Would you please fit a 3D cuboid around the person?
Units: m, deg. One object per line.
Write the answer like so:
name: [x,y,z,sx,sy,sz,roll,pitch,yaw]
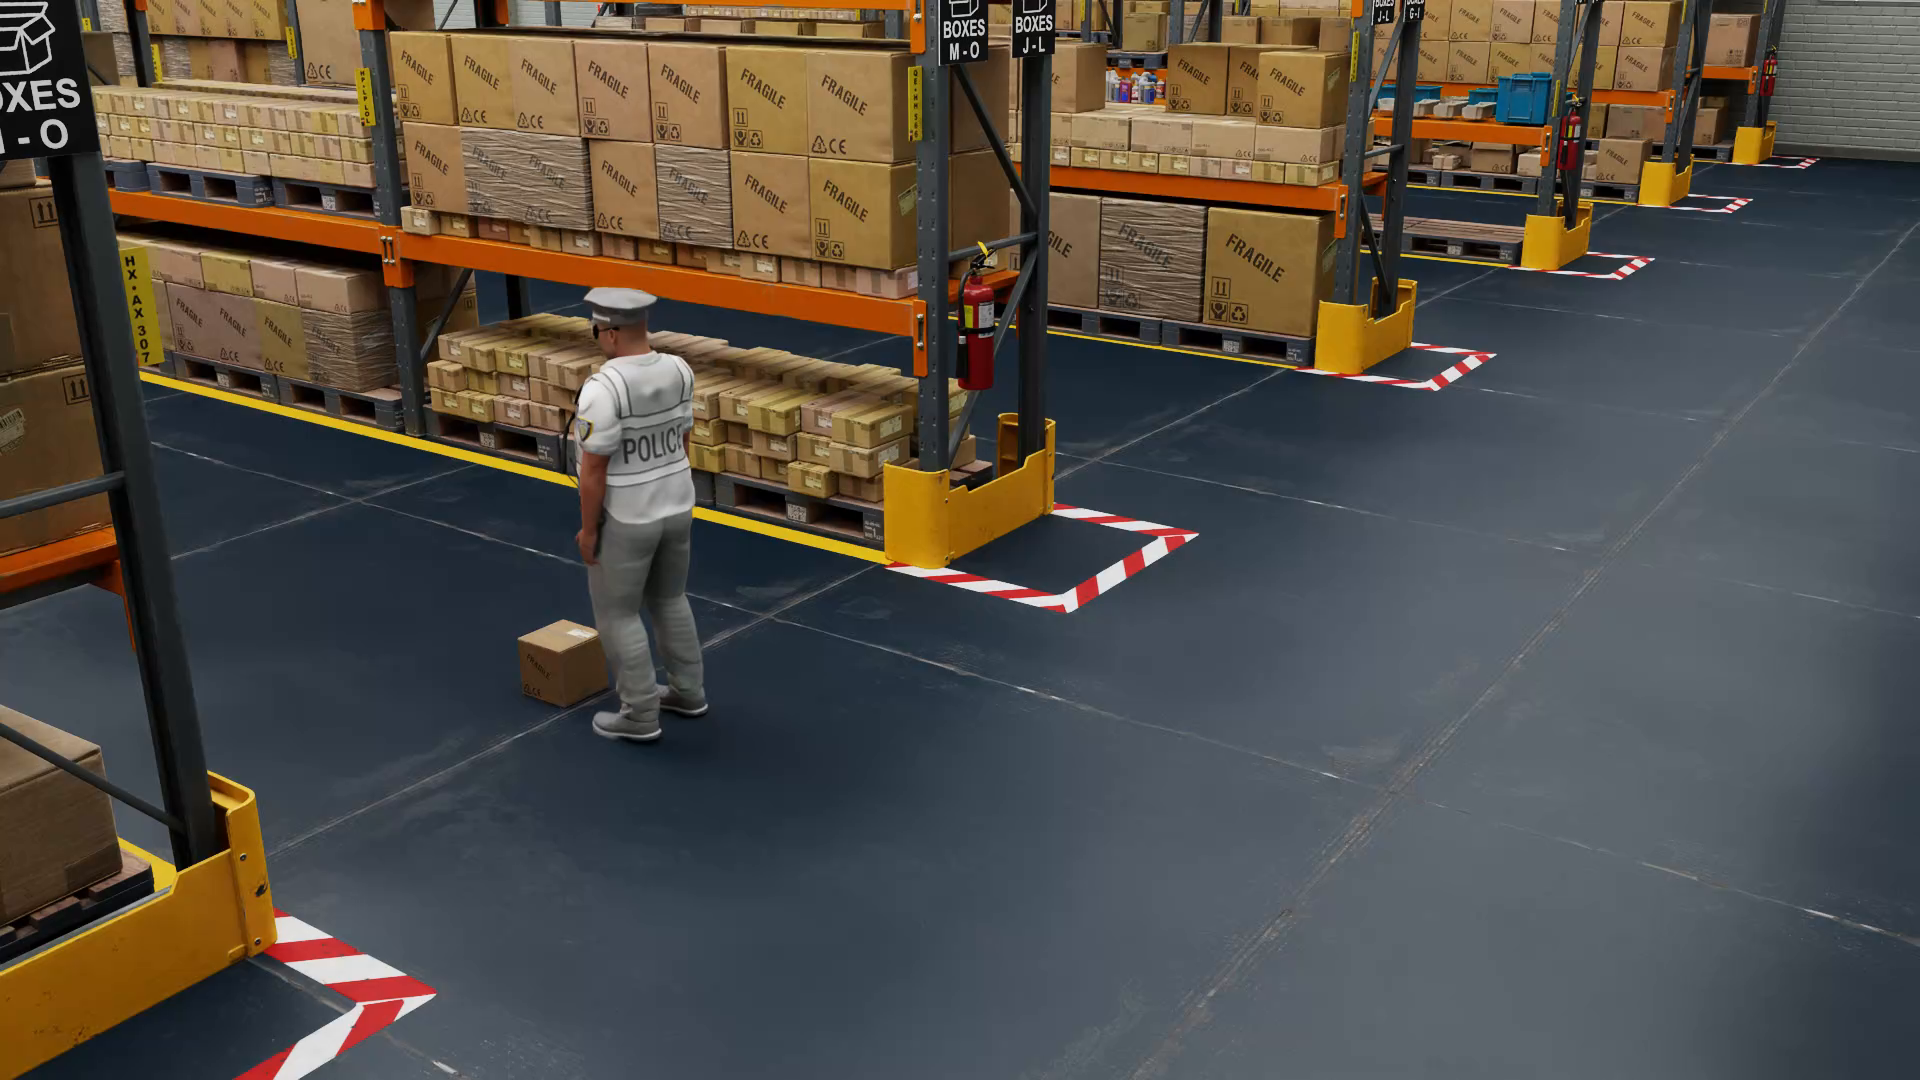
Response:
person: [-1.244,-0.090,6.339,0.393,1.747,0.529,14,24,33]
